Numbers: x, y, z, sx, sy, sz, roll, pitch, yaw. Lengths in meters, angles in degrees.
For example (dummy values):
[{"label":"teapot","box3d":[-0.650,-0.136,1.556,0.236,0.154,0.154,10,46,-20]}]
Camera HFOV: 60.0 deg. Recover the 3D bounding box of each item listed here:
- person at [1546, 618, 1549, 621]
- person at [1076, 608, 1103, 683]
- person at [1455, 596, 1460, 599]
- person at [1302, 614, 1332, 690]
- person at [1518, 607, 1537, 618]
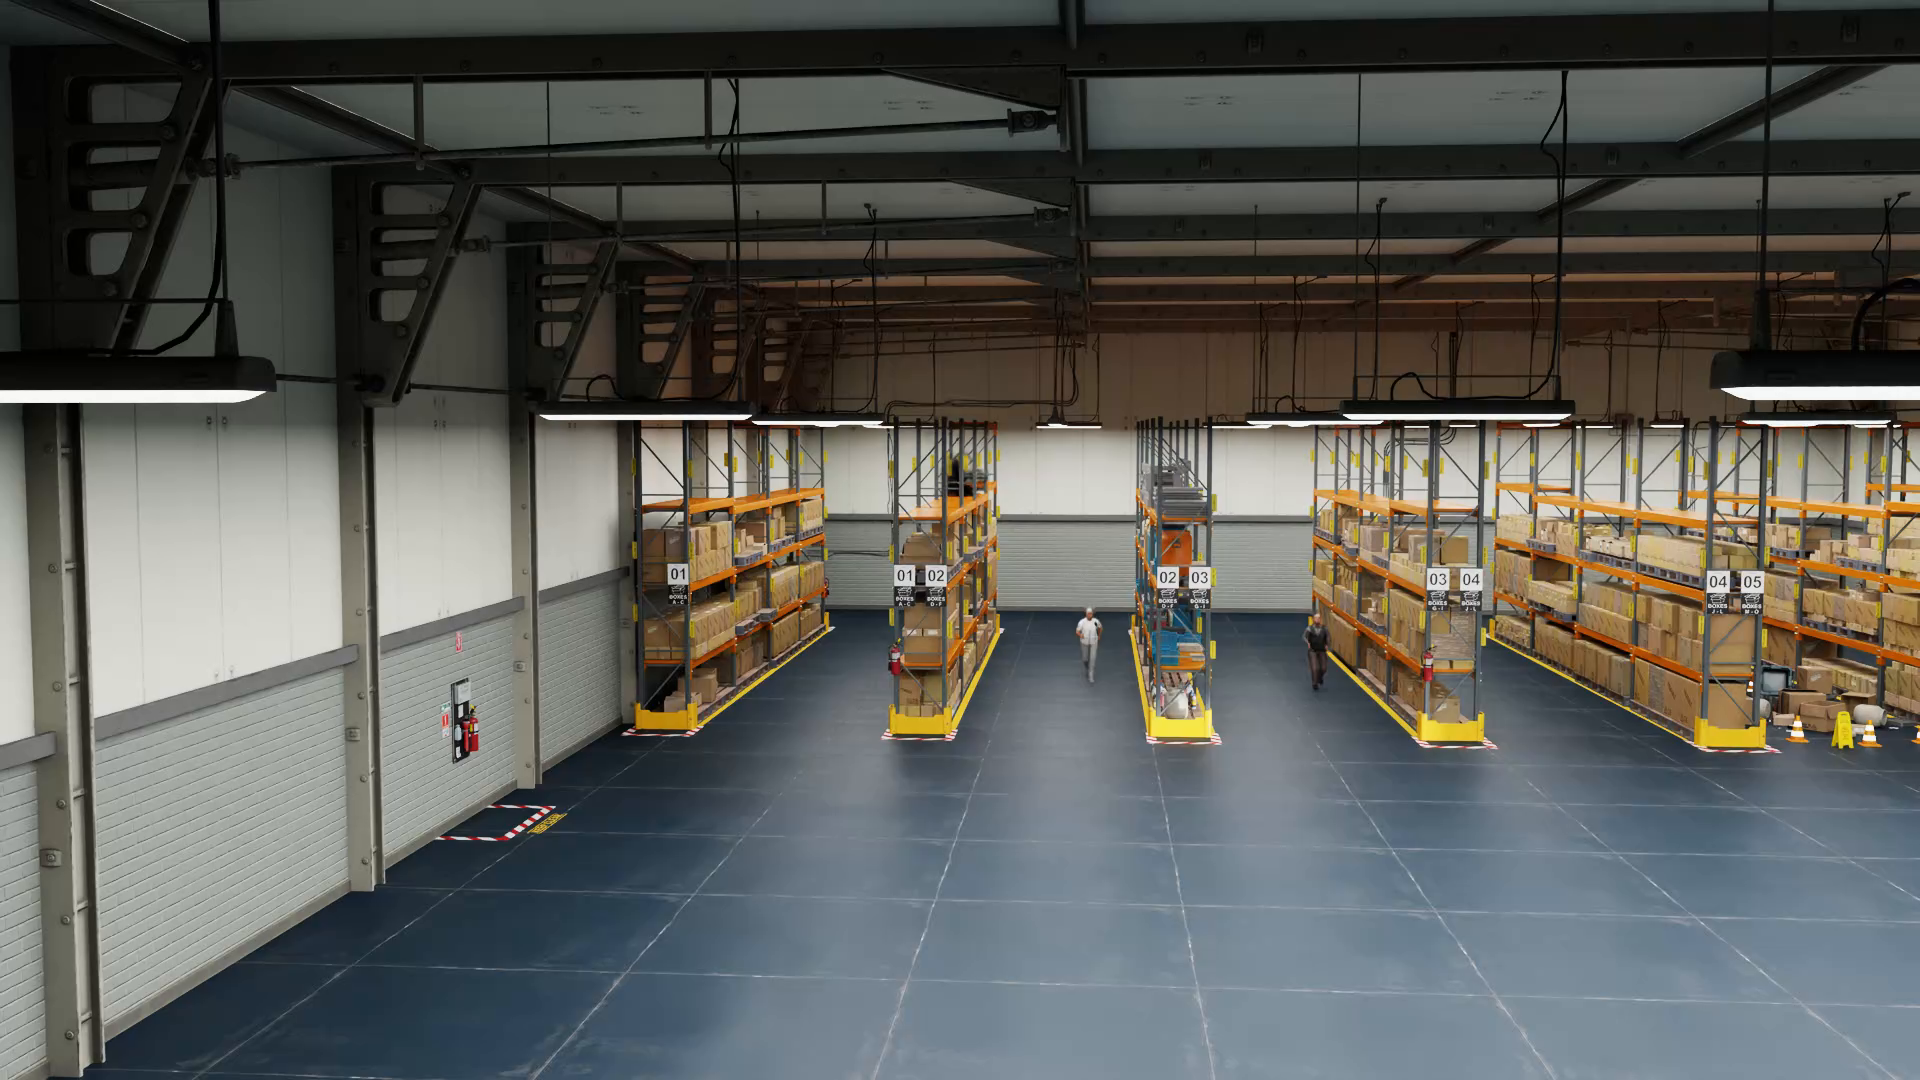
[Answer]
[{"label":"person","box3d":[17.007,1.754,47.663,0.920,1.689,0.558,-1,4,-13]},{"label":"person","box3d":[2.980,2.398,38.306,0.614,1.665,0.900,0,4,4]},{"label":"person","box3d":[13.478,1.869,45.756,0.722,1.794,0.821,1,4,9]},{"label":"person","box3d":[7.918,2.477,36.880,0.656,1.673,0.606,0,4,5]},{"label":"person","box3d":[16.216,1.768,47.453,0.689,1.746,0.692,1,4,11]}]
